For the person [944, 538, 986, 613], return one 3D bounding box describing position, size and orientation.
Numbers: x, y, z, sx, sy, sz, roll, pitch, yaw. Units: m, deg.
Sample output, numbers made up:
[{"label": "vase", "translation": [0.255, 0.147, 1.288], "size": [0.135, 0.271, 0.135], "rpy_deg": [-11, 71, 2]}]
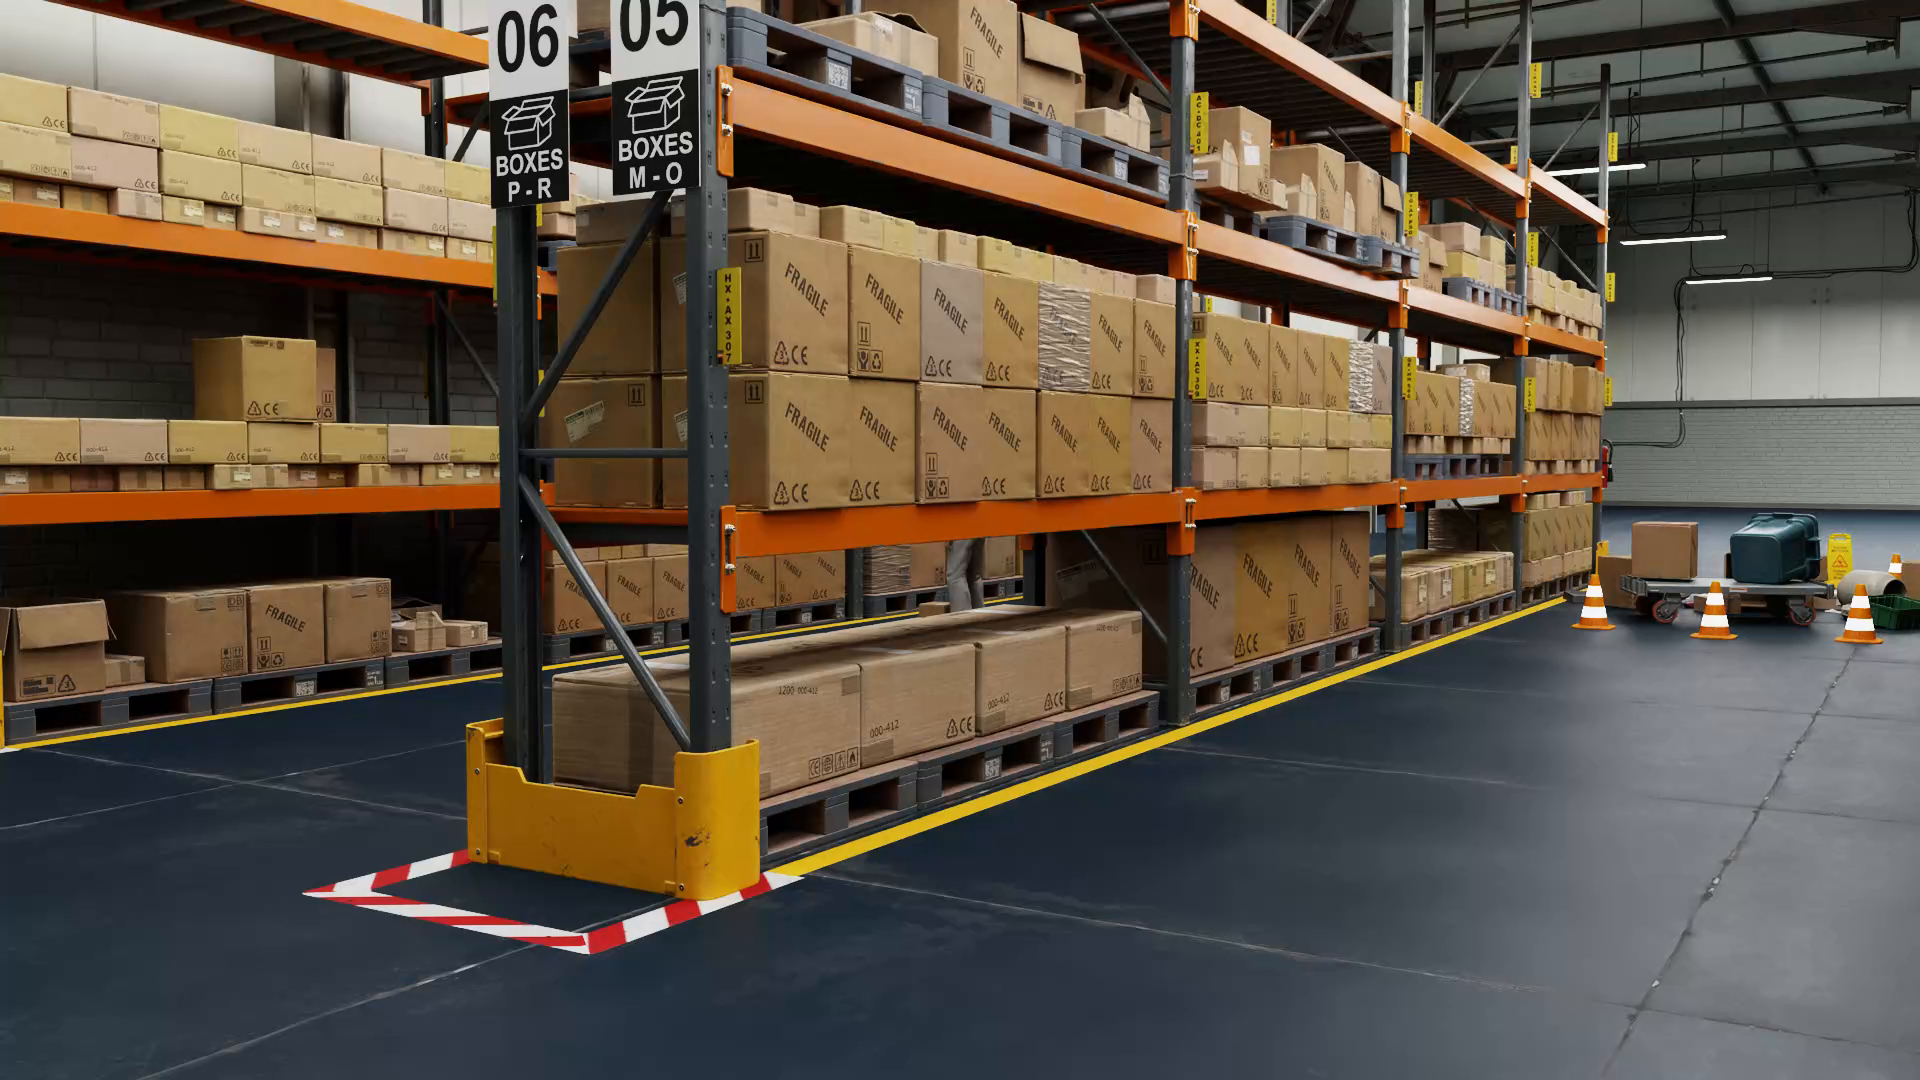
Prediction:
[{"label": "person", "translation": [0.037, -0.043, 13.920], "size": [0.355, 1.673, 0.489], "rpy_deg": [2, 3, 31]}]
